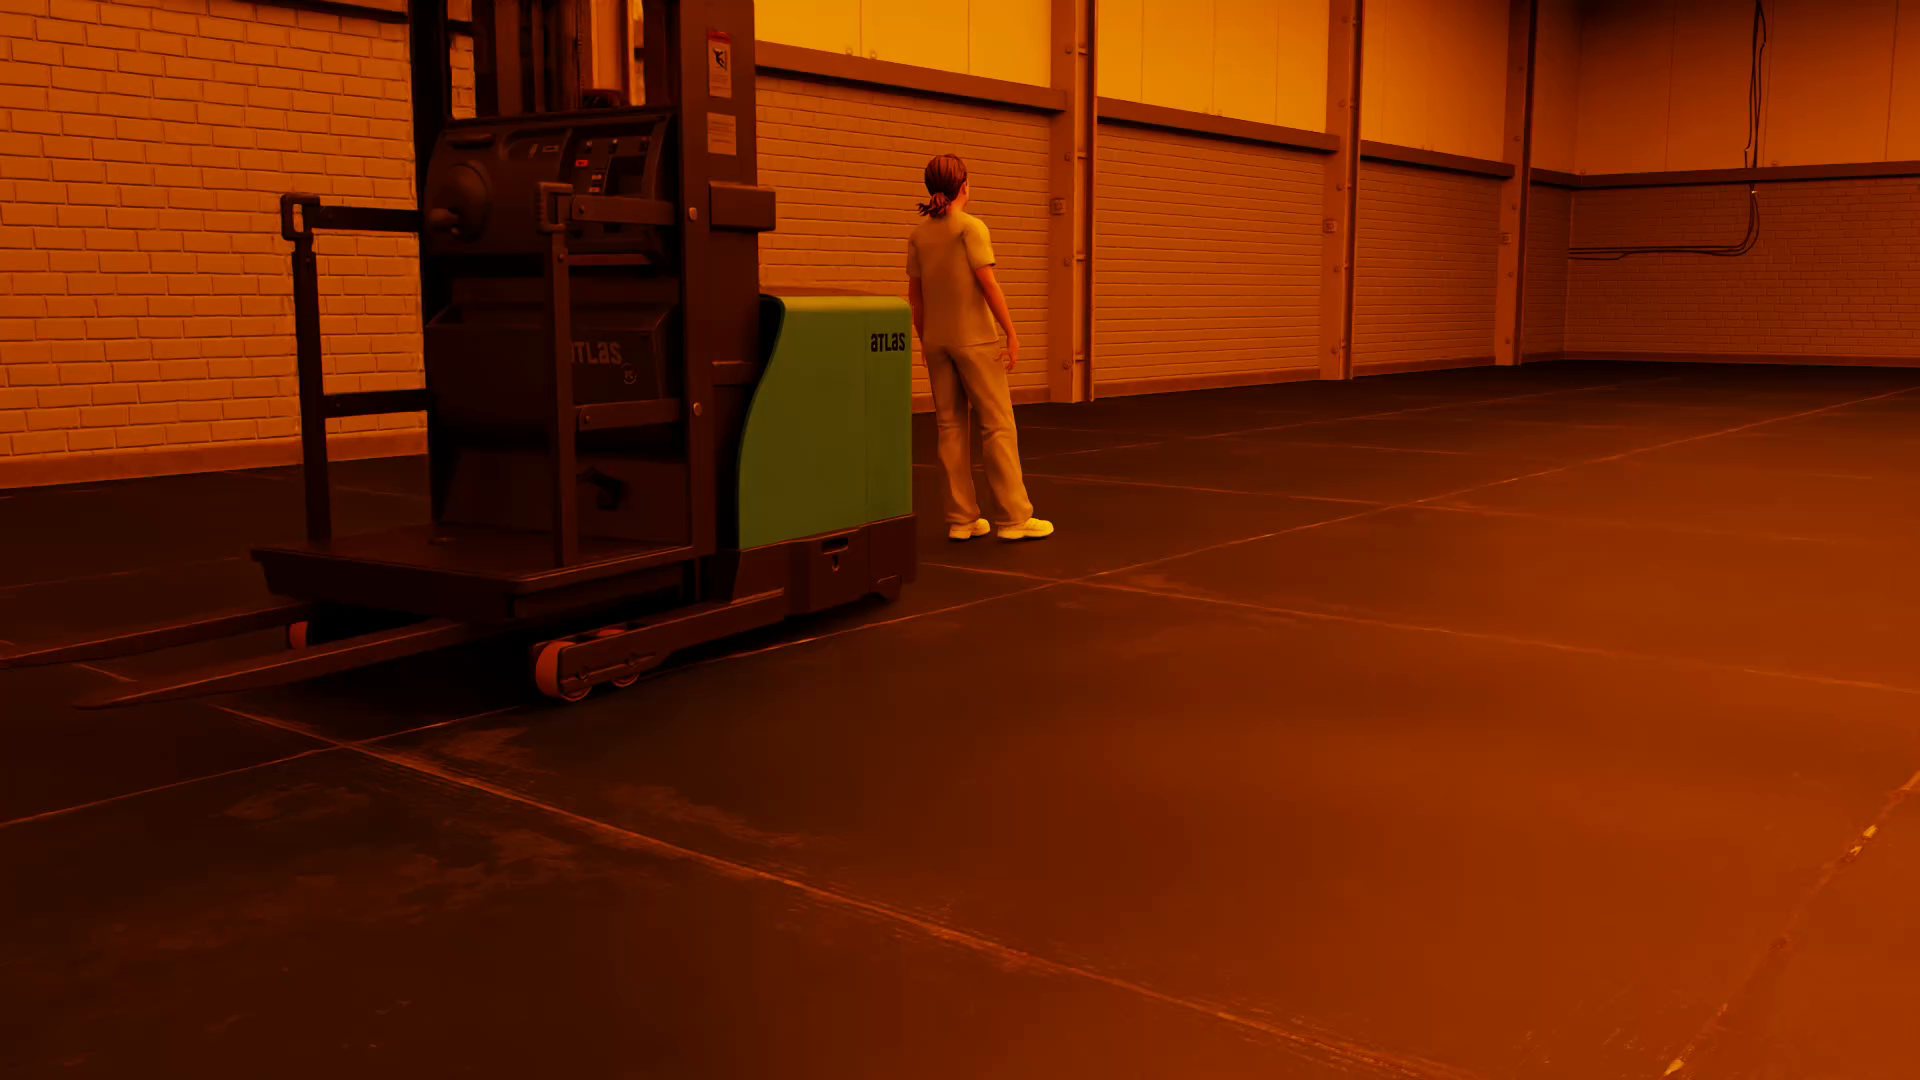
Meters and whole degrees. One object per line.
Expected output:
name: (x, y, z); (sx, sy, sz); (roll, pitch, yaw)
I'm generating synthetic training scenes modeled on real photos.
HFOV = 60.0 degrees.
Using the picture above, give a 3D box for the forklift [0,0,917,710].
forklift: (-1.340, -1.092, 4.748); (1.130, 2.935, 3.031); (5, 10, 30)

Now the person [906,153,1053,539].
person: (0.056, -0.843, 7.331); (0.550, 1.675, 0.549); (7, 11, 38)
